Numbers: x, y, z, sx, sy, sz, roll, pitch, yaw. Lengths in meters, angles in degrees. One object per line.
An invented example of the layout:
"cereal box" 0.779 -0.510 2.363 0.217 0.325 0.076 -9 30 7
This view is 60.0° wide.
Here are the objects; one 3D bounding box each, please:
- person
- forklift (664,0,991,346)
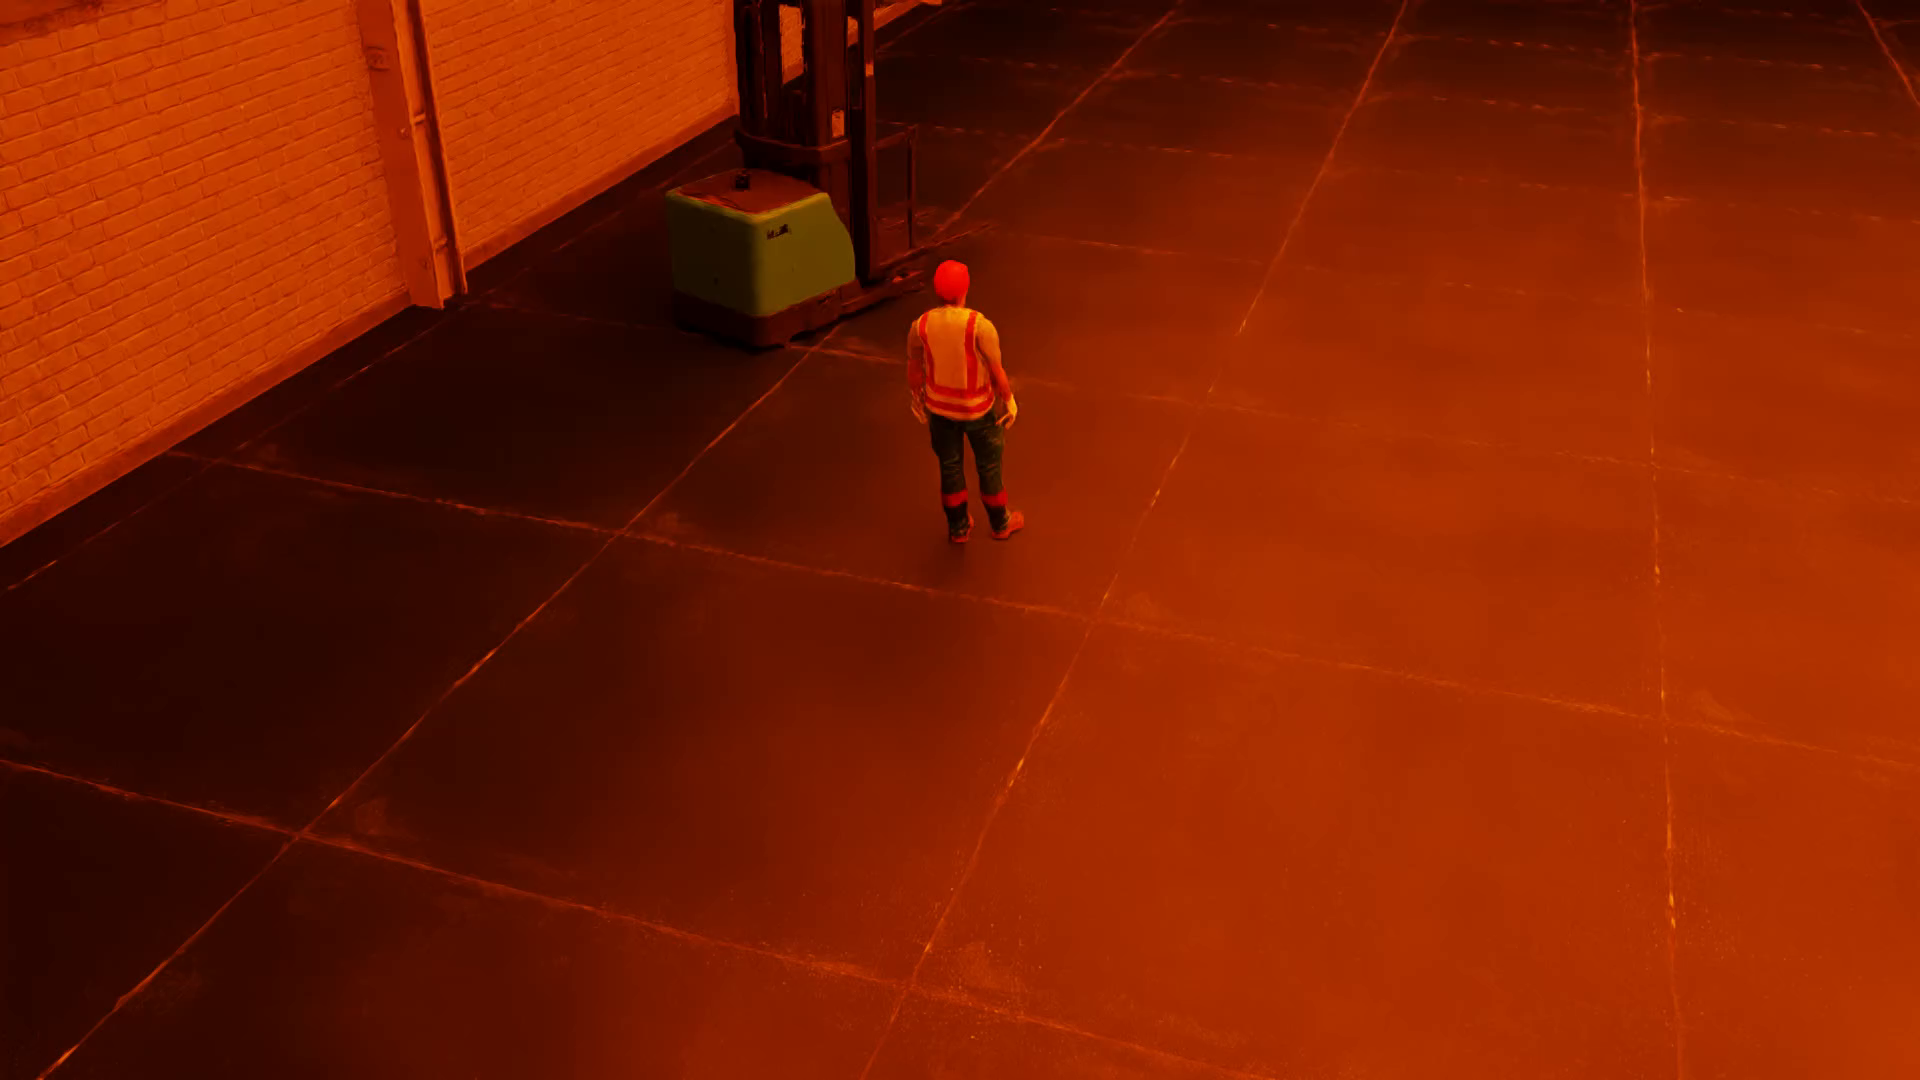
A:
"person" 0.037 -0.819 9.713 0.637 1.787 0.563 10 31 16
"forklift" -0.935 -3.391 13.085 1.130 2.935 3.031 22 36 33
